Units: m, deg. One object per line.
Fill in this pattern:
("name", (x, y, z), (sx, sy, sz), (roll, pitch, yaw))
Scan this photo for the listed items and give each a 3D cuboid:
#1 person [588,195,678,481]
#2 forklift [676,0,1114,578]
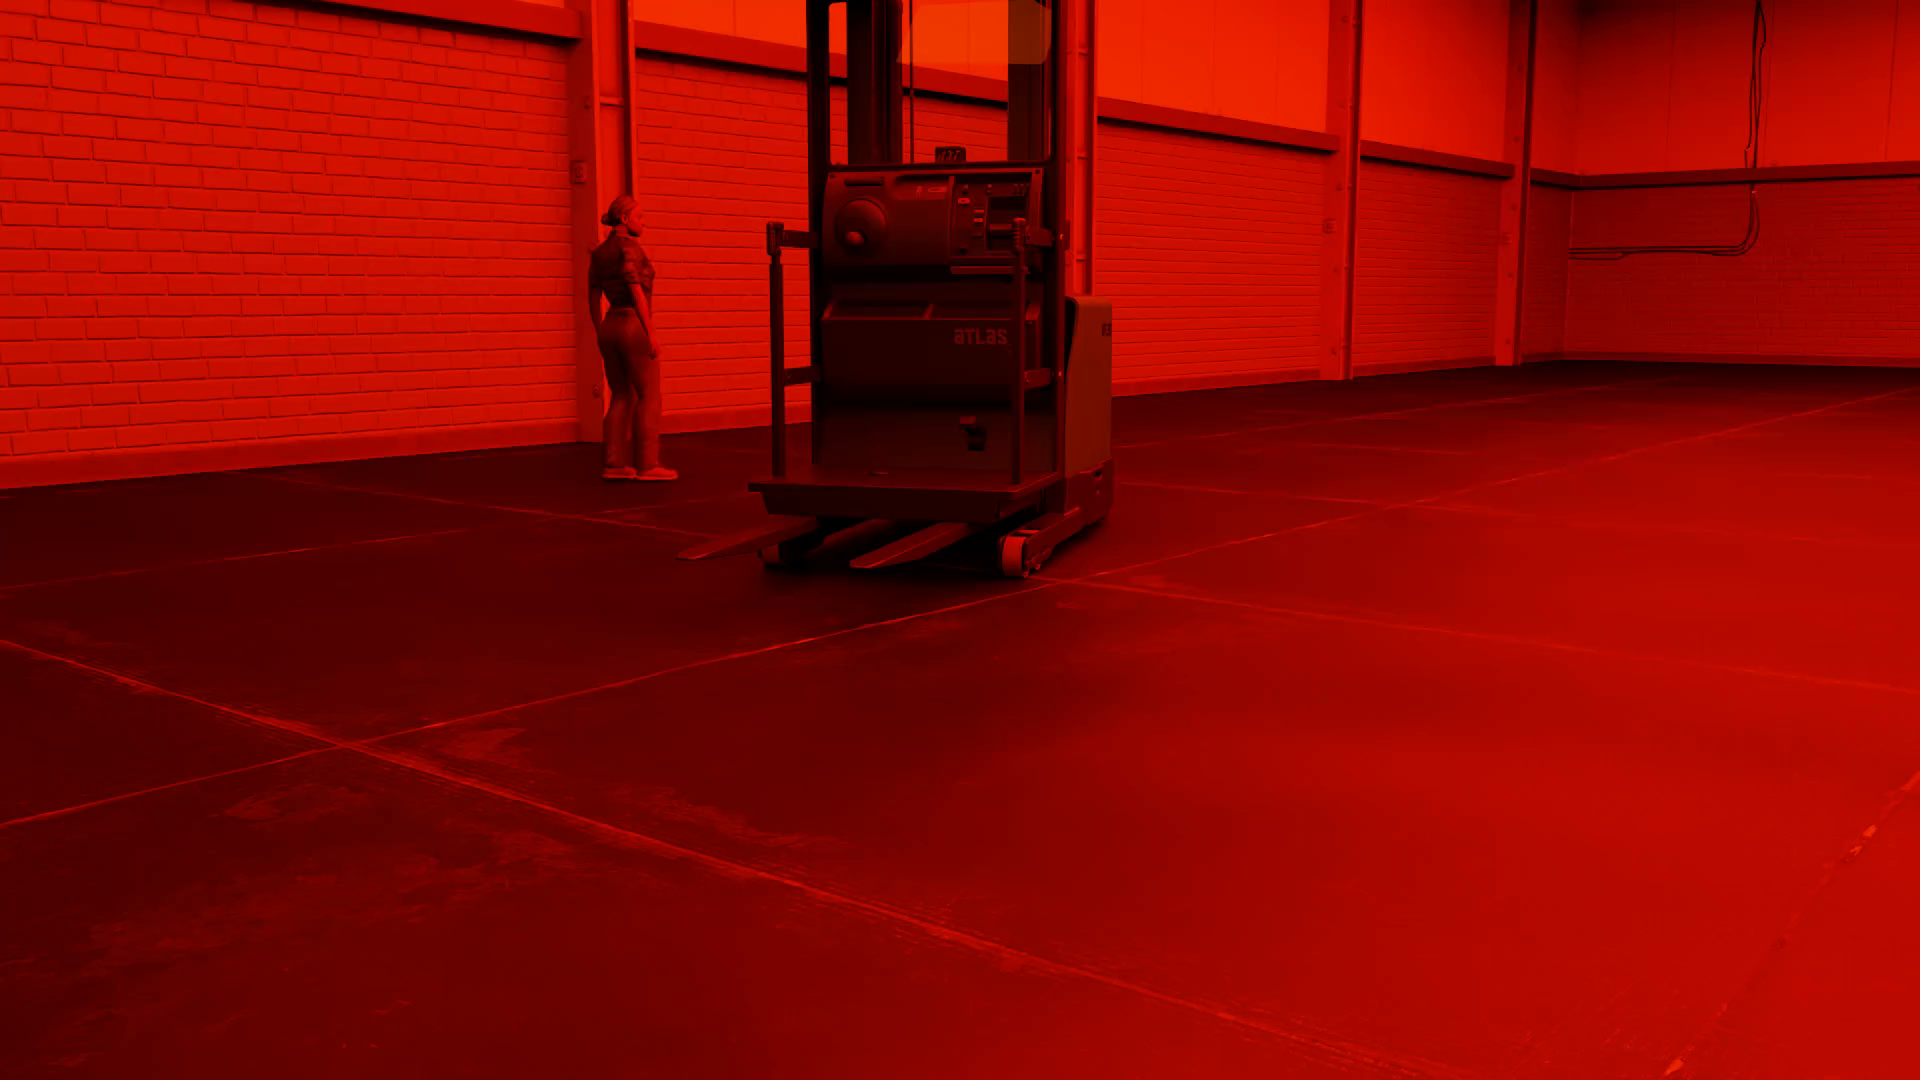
("person", (-1.908, -1.176, 9.734), (0.574, 1.659, 0.374), (7, 11, 42))
("forklift", (-0.176, -1.366, 6.616), (1.130, 2.935, 3.031), (3, 9, 17))
